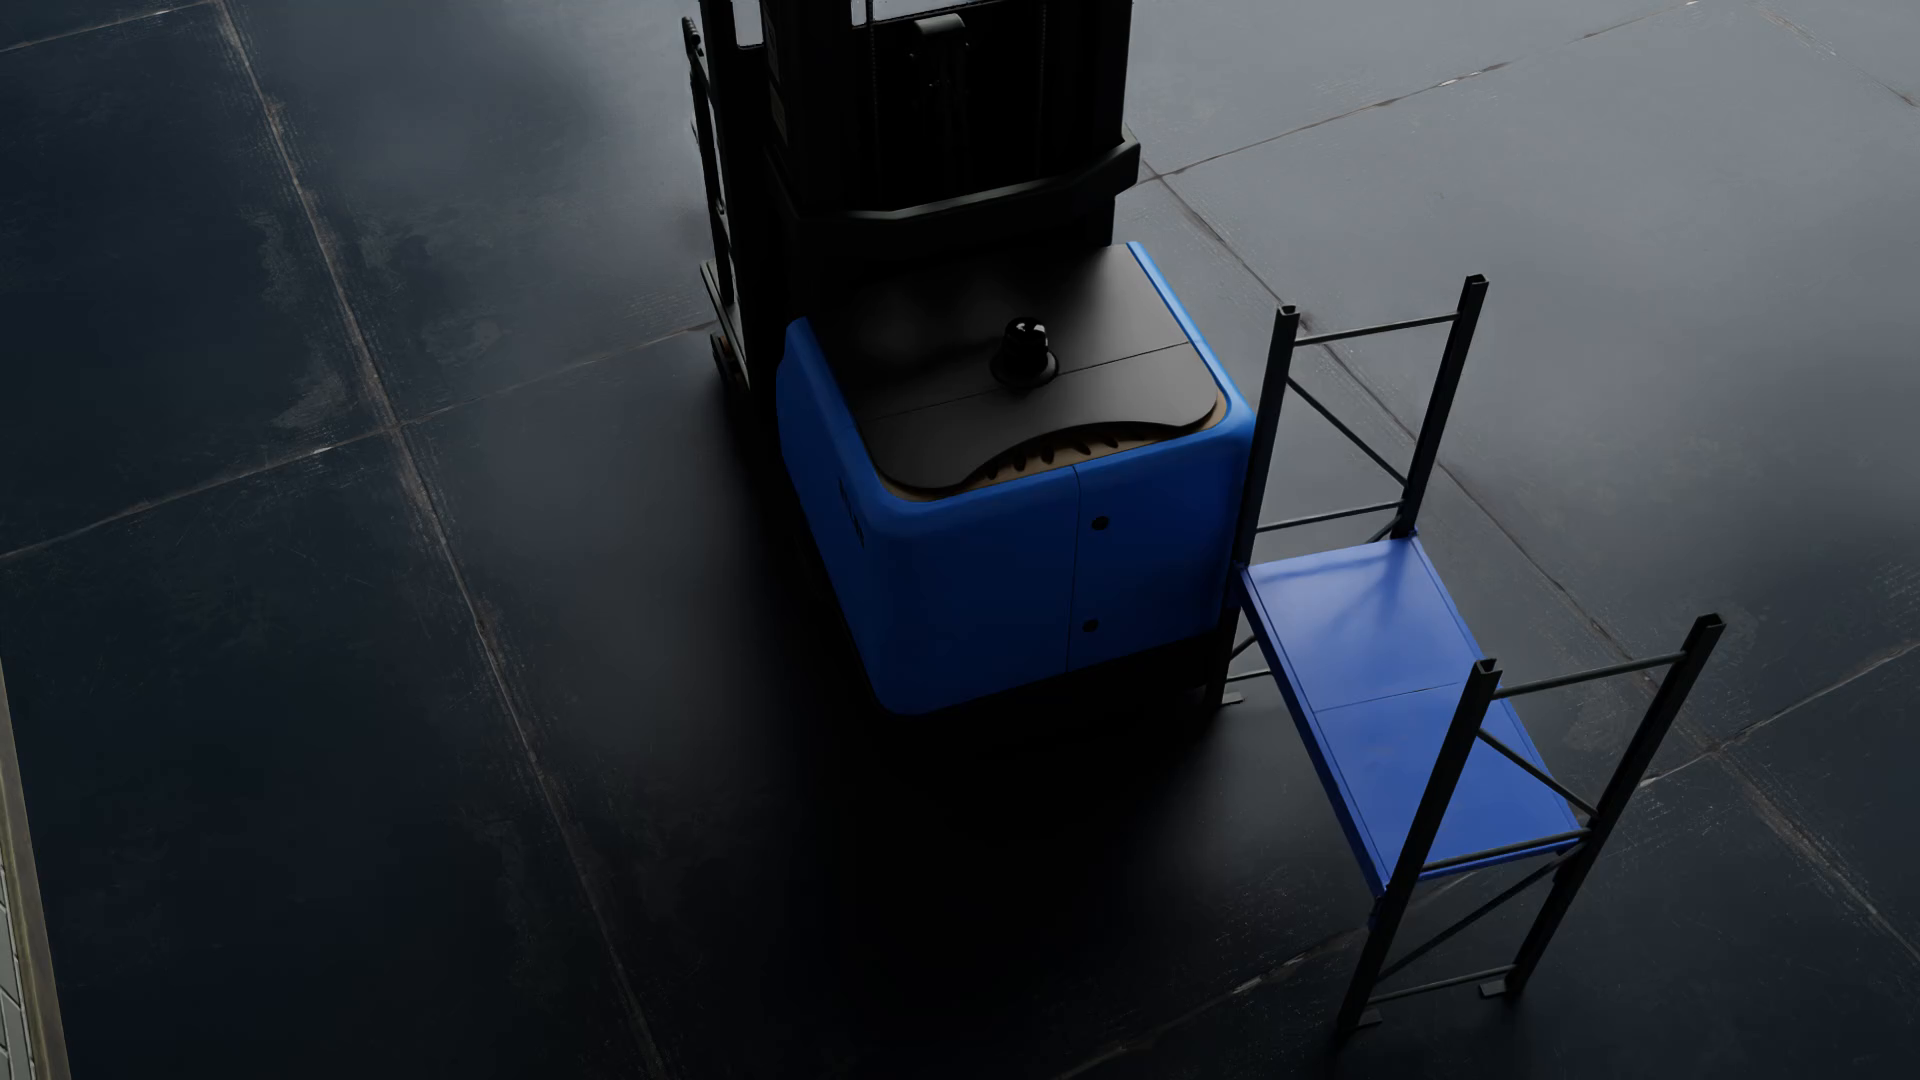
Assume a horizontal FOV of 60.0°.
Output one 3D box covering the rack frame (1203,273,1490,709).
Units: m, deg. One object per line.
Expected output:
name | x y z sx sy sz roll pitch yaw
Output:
rack frame | 0.955 -0.060 4.306 0.500 1.500 0.032 -10 50 -9

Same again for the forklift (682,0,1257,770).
forklift | -0.209 -1.465 4.584 1.130 2.935 3.031 -15 50 -13

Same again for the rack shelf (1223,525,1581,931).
rack shelf | 1.075 0.430 4.116 0.538 0.185 1.000 -10 50 -9

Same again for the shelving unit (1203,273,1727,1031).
shelving unit | 1.075 0.312 3.981 0.538 1.500 1.048 -10 50 -9

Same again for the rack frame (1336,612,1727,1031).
rack frame | 1.194 0.684 3.655 0.500 1.500 0.032 -10 50 -9
